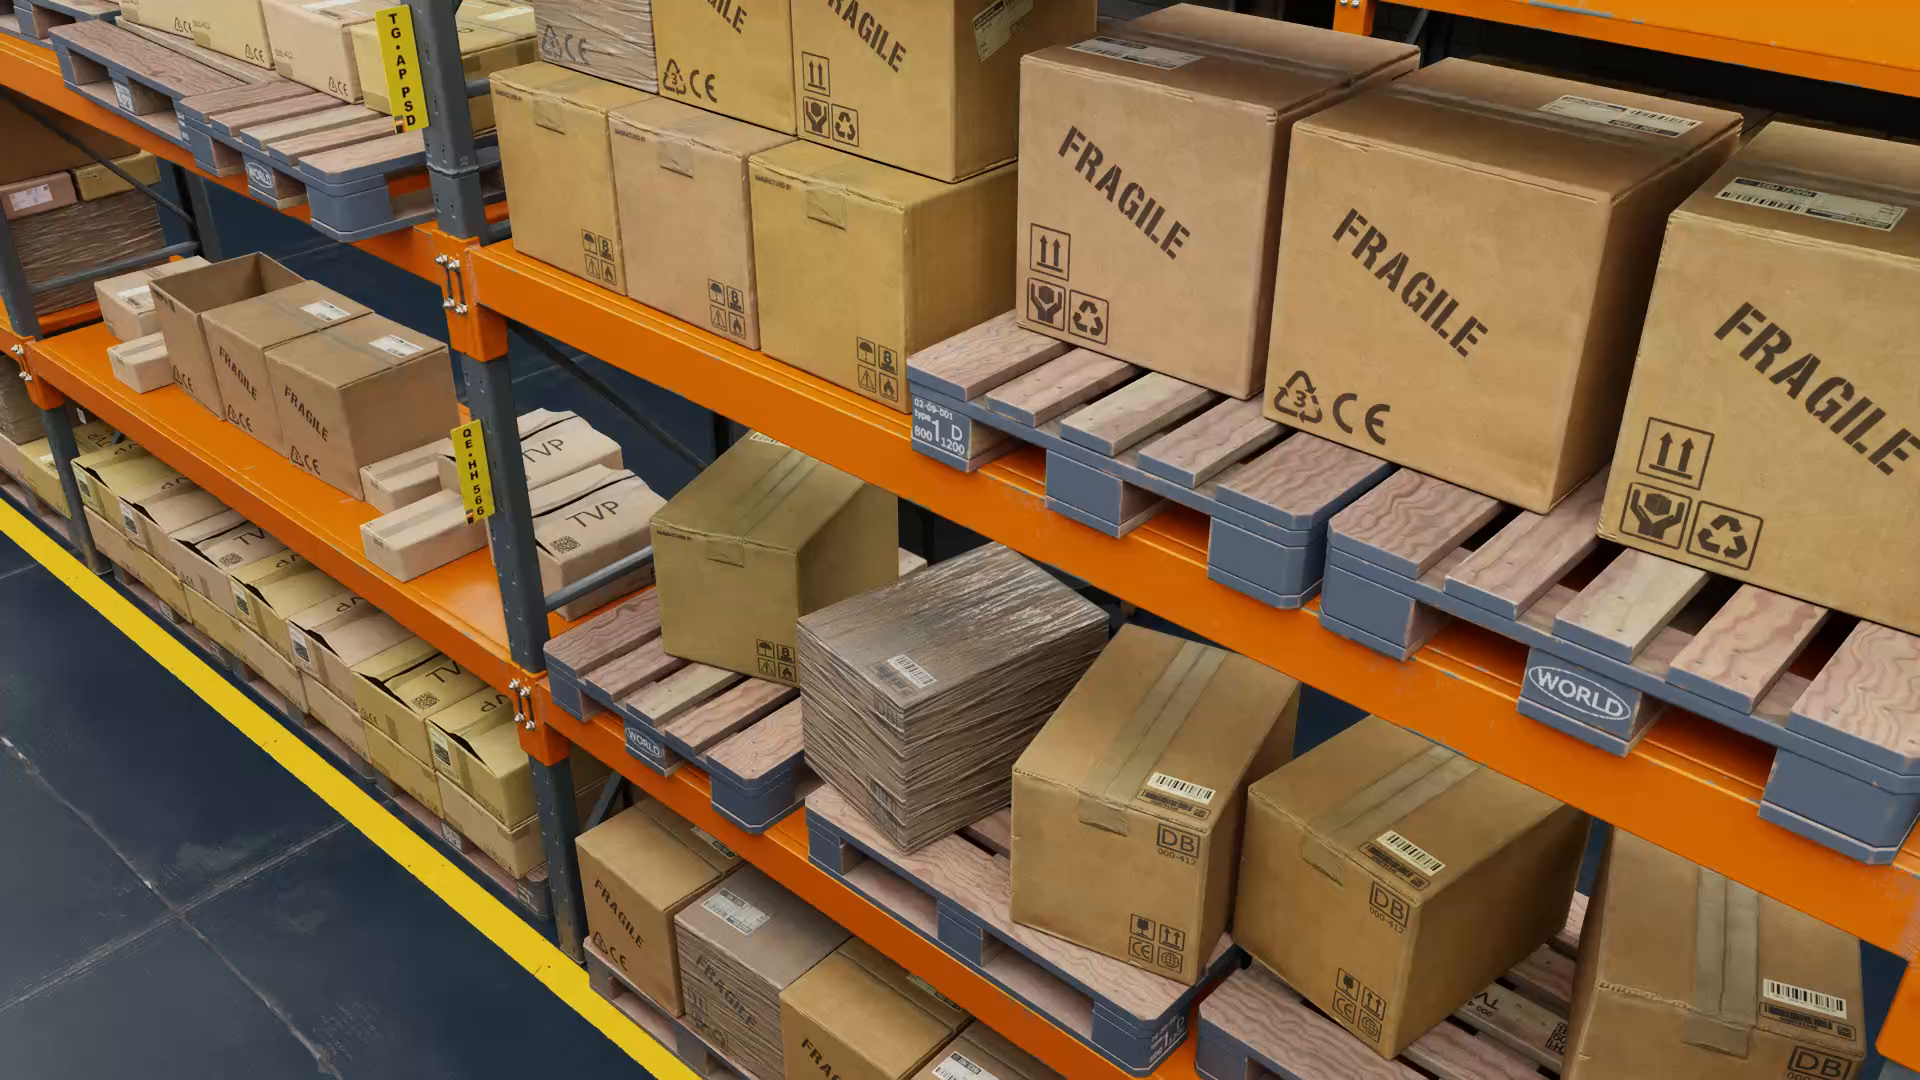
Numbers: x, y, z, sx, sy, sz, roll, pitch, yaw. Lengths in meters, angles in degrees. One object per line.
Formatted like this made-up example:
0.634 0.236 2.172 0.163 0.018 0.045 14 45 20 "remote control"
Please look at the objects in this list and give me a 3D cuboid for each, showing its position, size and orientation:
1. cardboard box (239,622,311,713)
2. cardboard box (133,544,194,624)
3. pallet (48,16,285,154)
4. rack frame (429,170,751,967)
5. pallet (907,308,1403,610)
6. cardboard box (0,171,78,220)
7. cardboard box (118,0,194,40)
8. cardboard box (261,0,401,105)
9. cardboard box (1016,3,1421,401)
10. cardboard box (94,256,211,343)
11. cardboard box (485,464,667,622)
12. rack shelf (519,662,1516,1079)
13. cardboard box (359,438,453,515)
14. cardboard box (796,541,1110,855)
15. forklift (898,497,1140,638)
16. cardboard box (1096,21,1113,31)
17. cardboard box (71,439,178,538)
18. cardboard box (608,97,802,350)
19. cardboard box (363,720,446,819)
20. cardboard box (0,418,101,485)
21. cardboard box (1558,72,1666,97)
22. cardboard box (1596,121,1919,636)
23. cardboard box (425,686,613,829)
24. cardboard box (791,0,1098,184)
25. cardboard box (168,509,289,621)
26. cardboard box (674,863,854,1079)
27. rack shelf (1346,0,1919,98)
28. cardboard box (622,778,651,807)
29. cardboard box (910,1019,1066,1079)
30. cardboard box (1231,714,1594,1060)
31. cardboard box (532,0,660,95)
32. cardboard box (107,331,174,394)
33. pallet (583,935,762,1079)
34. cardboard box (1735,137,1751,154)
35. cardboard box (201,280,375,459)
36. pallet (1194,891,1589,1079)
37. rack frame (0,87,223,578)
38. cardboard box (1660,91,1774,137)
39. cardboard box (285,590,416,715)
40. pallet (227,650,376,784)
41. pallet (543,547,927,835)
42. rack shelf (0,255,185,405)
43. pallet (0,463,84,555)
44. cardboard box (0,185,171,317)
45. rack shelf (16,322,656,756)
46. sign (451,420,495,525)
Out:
-2.802 0.458 7.340 0.500 0.250 0.500 26 40 36 "cardboard box"
-3.565 0.103 7.929 0.500 0.250 0.500 26 40 36 "cardboard box"
-2.504 -1.713 5.962 1.213 0.211 1.003 27 40 37 "pallet"
-1.110 0.078 5.712 0.127 3.000 1.000 25 39 35 "rack frame"
0.648 -0.353 3.701 1.003 0.211 1.213 25 39 35 "pallet"
-4.421 -1.640 7.839 0.250 0.149 0.380 25 39 35 "cardboard box"
-2.699 -2.022 6.031 0.500 0.250 0.500 21 37 31 "cardboard box"
-1.885 -1.633 5.384 0.500 0.250 0.500 26 40 36 "cardboard box"
0.541 -0.752 3.581 0.600 0.600 0.600 23 38 33 "cardboard box"
-3.681 -1.089 7.795 0.500 0.250 0.500 -27 40 -37 "cardboard box"
-1.350 -0.027 5.972 0.500 0.311 0.500 -27 40 -37 "cardboard box"
0.373 1.078 4.748 4.000 0.370 1.077 25 39 35 "rack shelf"
-2.093 -0.234 6.475 0.380 0.149 0.250 -26 40 -36 "cardboard box"
-0.017 0.419 4.641 0.700 0.500 0.500 -21 37 -31 "cardboard box"
0.220 -0.924 7.443 1.130 2.935 3.031 -12 33 -18 "forklift"
0.519 -2.832 10.023 0.700 0.500 0.500 -23 38 -33 "cardboard box"
-3.936 -0.310 8.072 0.500 0.311 0.500 25 39 35 "cardboard box"
-0.386 -0.936 4.390 0.500 0.500 0.910 25 39 35 "cardboard box"
-2.048 0.810 6.755 0.500 0.250 0.500 25 39 35 "cardboard box"
-4.930 -0.562 9.034 0.500 0.250 0.500 25 39 35 "cardboard box"
3.103 -2.080 8.164 0.500 0.250 0.500 24 38 34 "cardboard box"
1.532 -0.291 2.816 0.600 0.600 0.600 21 37 31 "cardboard box"
-1.664 0.748 6.313 0.500 0.311 0.500 26 40 36 "cardboard box"
-0.035 -1.172 3.814 0.500 0.500 0.500 25 39 35 "cardboard box"
-3.184 0.043 7.485 0.500 0.311 0.500 24 38 34 "cardboard box"
-0.572 1.406 5.503 0.500 0.500 0.500 23 38 33 "cardboard box"
3.694 -2.103 7.123 4.000 0.370 1.077 25 39 35 "rack shelf"
-1.301 0.782 6.801 0.500 0.250 0.500 25 39 35 "cardboard box"
0.187 1.760 4.915 0.500 0.500 0.500 24 38 34 "cardboard box"
1.102 0.776 4.048 0.700 0.500 0.500 -22 38 -32 "cardboard box"
-0.791 -1.525 4.400 0.500 0.500 0.500 25 39 35 "cardboard box"
-3.556 -0.814 7.438 0.250 0.149 0.380 25 39 35 "cardboard box"
-0.582 1.545 5.978 1.213 0.211 1.003 25 39 35 "pallet"
3.530 -1.531 7.252 0.500 0.250 0.500 24 39 34 "cardboard box"
-2.755 -0.722 6.944 0.500 0.500 0.500 25 39 35 "cardboard box"
1.336 1.226 3.991 1.213 0.211 1.003 25 39 35 "pallet"
-4.076 -1.307 8.012 0.127 3.000 1.000 25 39 35 "rack frame"
3.481 -1.901 7.867 0.500 0.250 0.500 24 38 34 "cardboard box"
-2.426 0.395 6.900 0.500 0.311 0.500 25 39 35 "cardboard box"
-2.595 0.550 7.631 1.213 0.211 1.003 25 39 35 "pallet"
-0.560 0.368 5.417 1.003 0.211 1.213 25 39 35 "pallet"
-5.559 -1.691 9.347 4.000 0.370 1.077 25 39 35 "rack shelf"
-4.637 -0.403 9.215 1.213 0.211 1.003 25 39 35 "pallet"
-4.409 -1.501 8.237 0.500 0.500 0.700 24 38 34 "cardboard box"
-2.593 -0.306 7.048 4.000 0.370 1.077 25 39 35 "rack shelf"
-1.480 -0.205 5.059 0.005 0.325 0.100 25 39 35 "sign"
